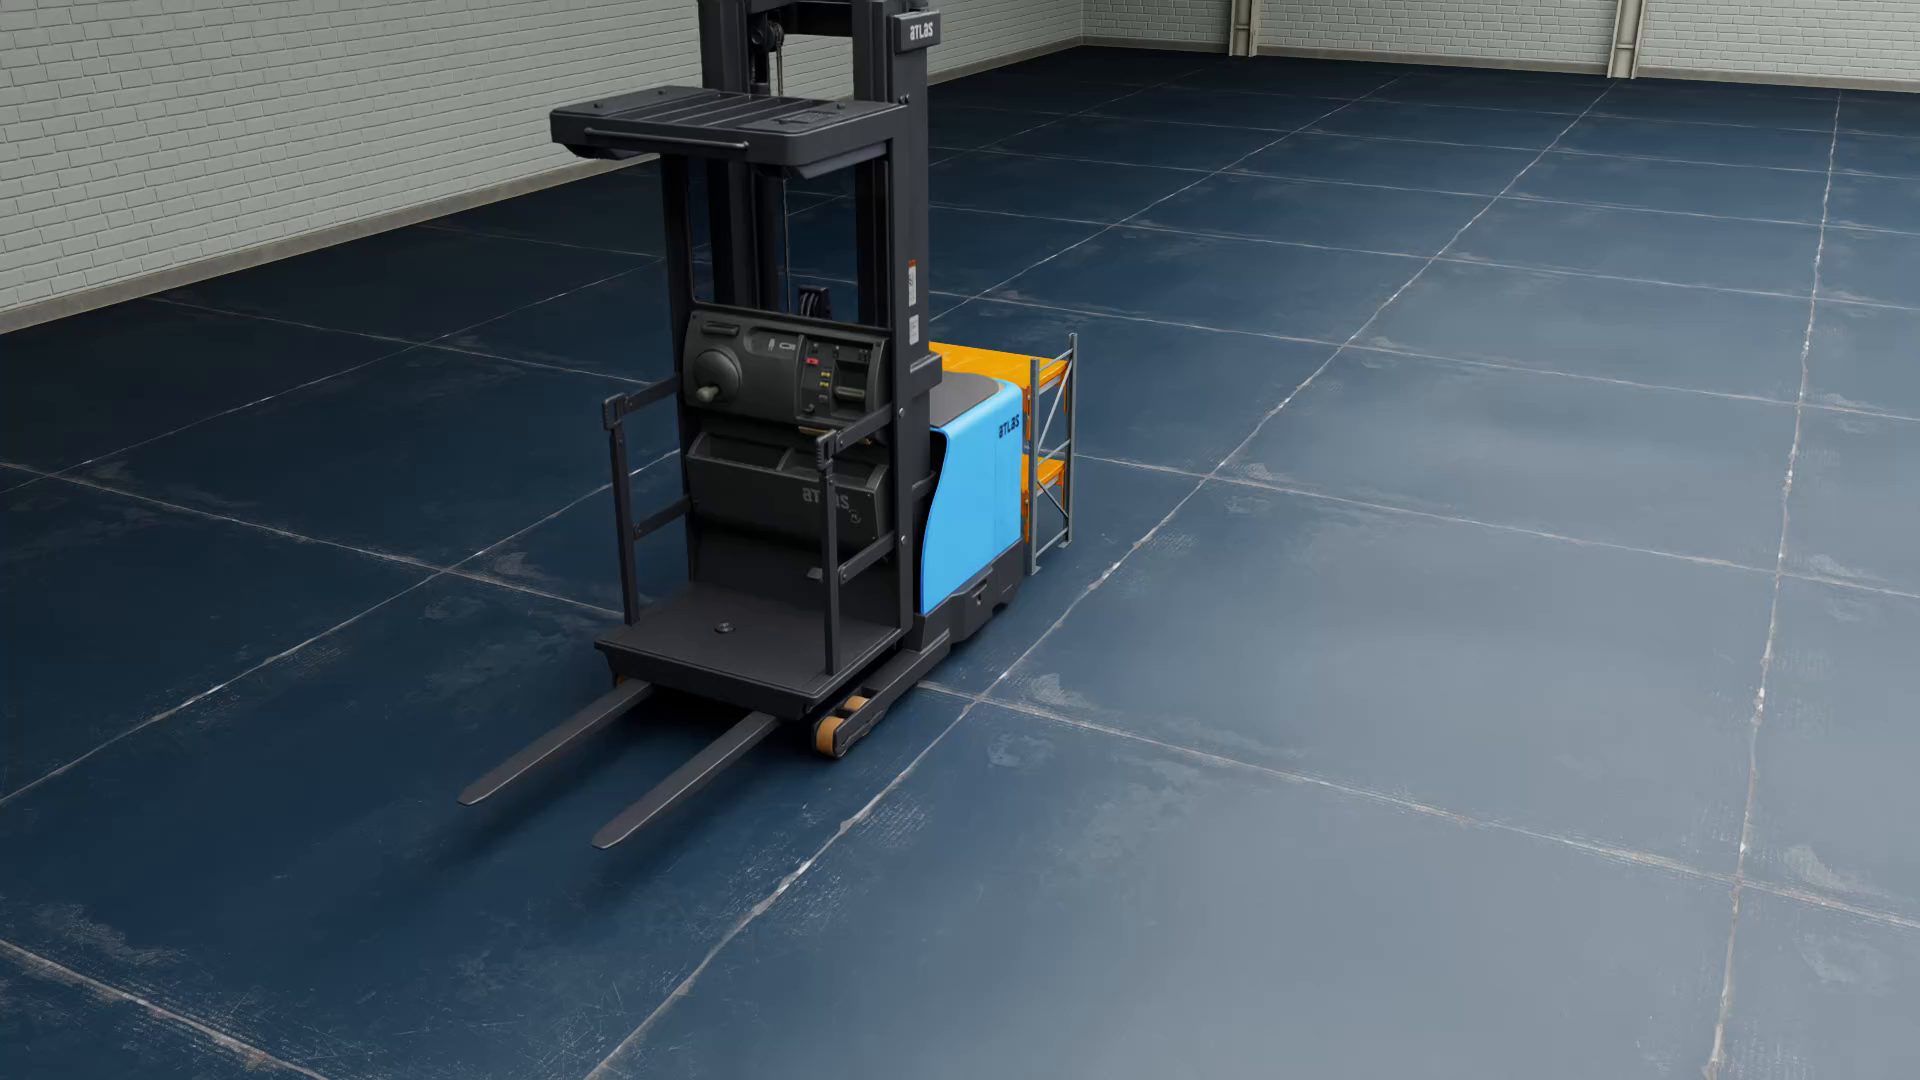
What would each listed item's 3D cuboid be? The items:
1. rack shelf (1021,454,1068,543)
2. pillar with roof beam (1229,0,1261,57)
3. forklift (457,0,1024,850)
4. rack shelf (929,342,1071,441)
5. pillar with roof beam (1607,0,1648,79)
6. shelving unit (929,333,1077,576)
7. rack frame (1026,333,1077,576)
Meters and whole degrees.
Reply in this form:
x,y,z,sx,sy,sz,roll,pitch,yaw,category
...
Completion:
x,y,z,sx,sy,sz,roll,pitch,yaw,category
0.006,-0.291,8.623,1.000,0.278,0.538,11,25,25,rack shelf
2.792,-10.759,22.551,0.400,9.000,9.100,11,25,25,pillar with roof beam
-0.819,-0.672,6.584,1.130,2.935,3.031,11,26,25,forklift
0.006,-0.786,8.413,1.000,0.278,0.538,11,25,25,rack shelf
8.147,-9.700,20.060,0.400,9.000,9.100,11,25,25,pillar with roof beam
0.006,-0.516,8.527,1.048,1.125,0.538,11,25,25,shelving unit
0.460,-0.427,8.316,0.032,1.125,0.500,11,25,25,rack frame
